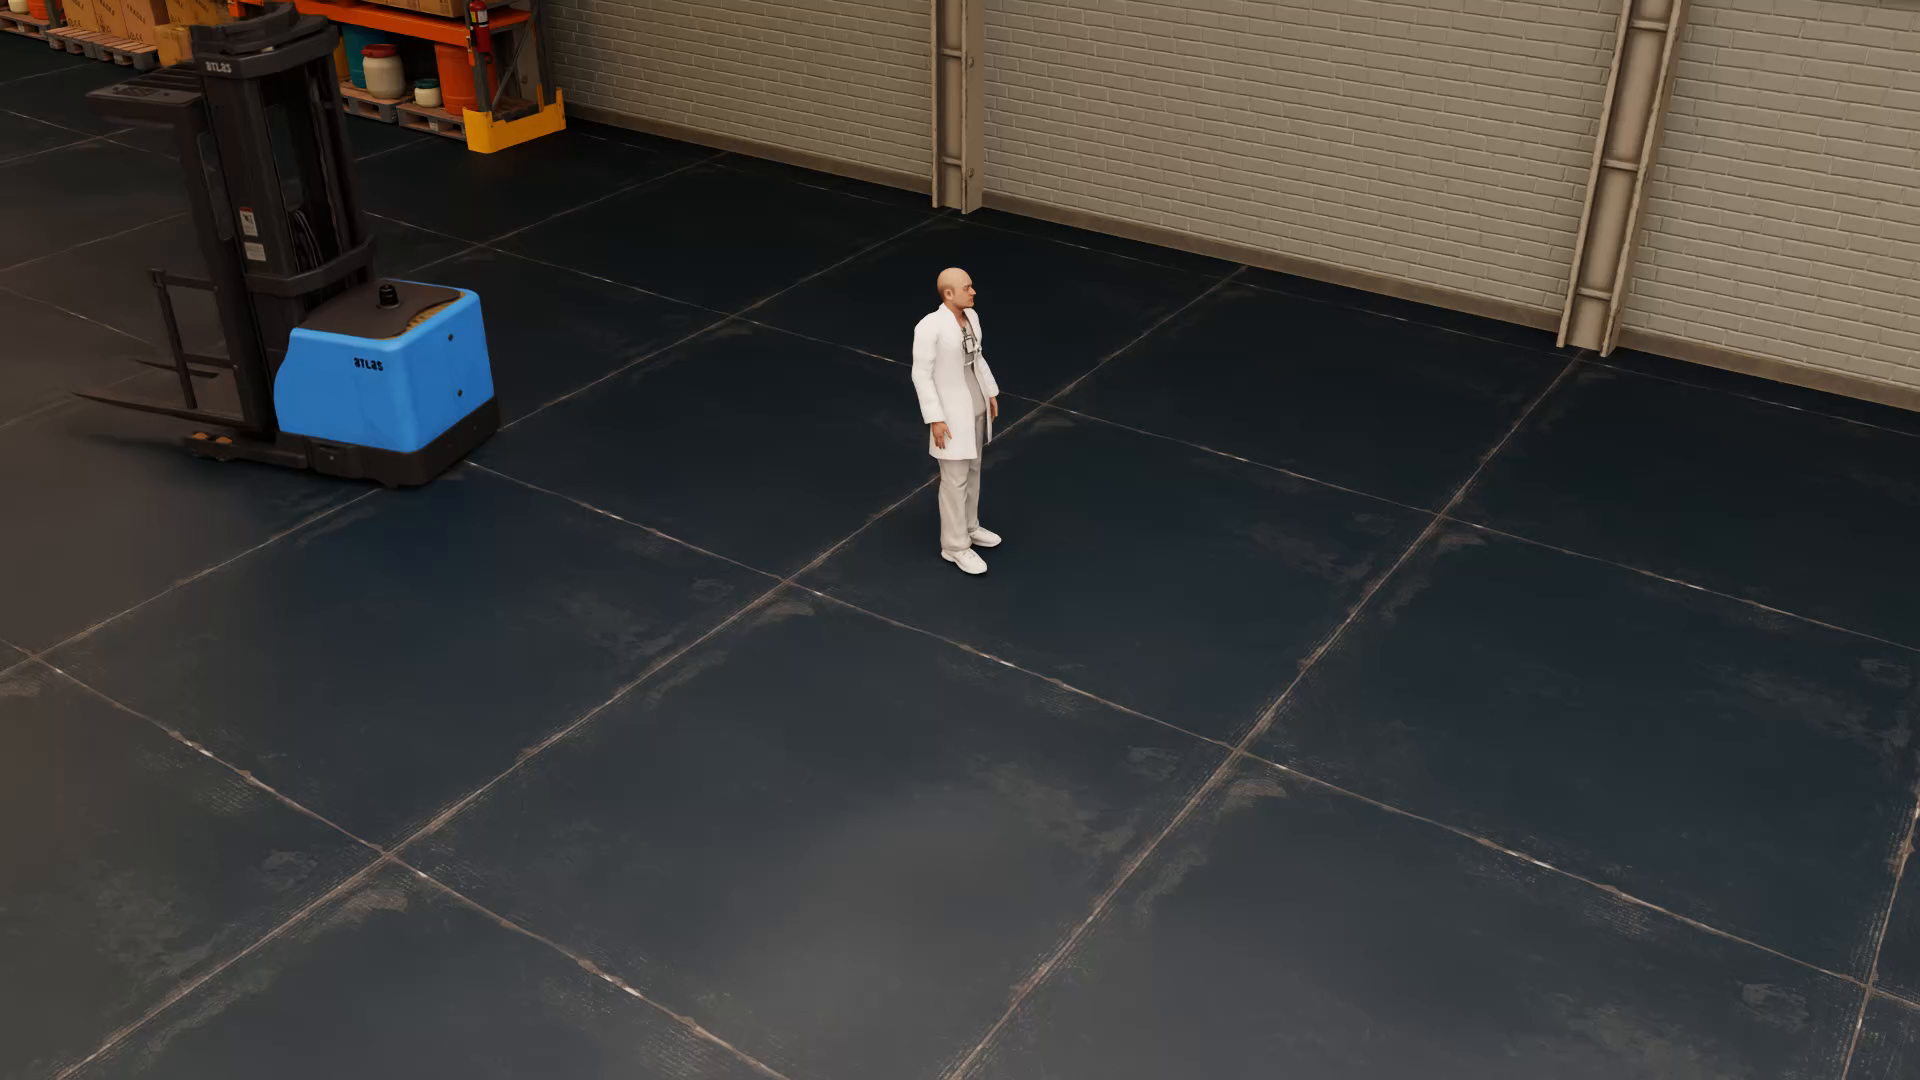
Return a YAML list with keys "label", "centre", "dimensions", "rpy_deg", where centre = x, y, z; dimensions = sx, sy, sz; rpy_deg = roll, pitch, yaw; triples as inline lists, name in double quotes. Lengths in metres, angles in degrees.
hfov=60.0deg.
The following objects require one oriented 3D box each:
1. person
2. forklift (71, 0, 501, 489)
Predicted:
- label: "person"
  centre: [0.072, -0.748, 10.003]
  dimensions: [0.581, 1.776, 0.696]
  rpy_deg: [19, 35, 29]
- label: "forklift"
  centre: [-4.816, -2.045, 11.104]
  dimensions: [3.031, 2.935, 1.130]
  rpy_deg: [10, 32, 16]
